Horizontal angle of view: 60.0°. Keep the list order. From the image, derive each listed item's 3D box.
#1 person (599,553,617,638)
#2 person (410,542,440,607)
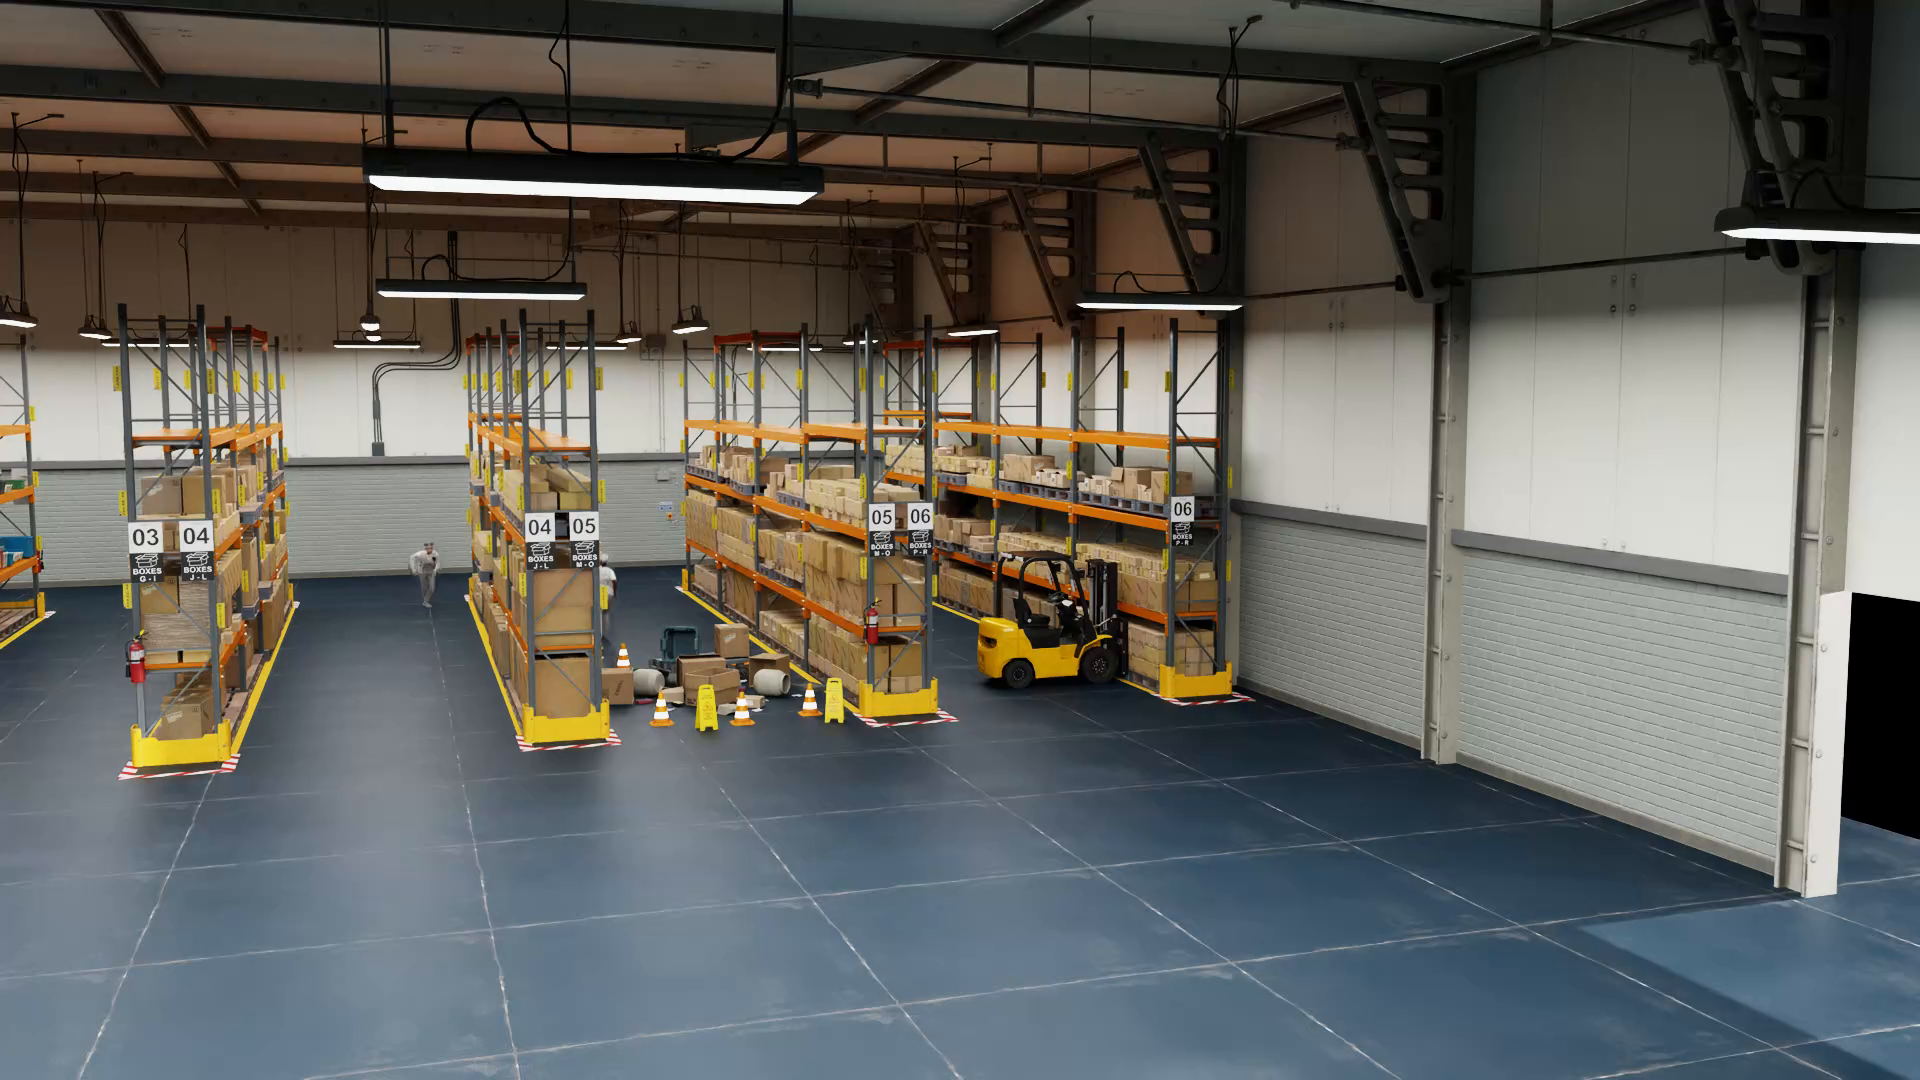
[{"bbox_3d":[-6.941,1.101,32.291,0.568,1.669,0.802,-1,6,-12],"label":"person"},{"bbox_3d":[-11.885,0.771,36.950,0.643,1.488,0.777,-3,6,-28],"label":"person"}]
